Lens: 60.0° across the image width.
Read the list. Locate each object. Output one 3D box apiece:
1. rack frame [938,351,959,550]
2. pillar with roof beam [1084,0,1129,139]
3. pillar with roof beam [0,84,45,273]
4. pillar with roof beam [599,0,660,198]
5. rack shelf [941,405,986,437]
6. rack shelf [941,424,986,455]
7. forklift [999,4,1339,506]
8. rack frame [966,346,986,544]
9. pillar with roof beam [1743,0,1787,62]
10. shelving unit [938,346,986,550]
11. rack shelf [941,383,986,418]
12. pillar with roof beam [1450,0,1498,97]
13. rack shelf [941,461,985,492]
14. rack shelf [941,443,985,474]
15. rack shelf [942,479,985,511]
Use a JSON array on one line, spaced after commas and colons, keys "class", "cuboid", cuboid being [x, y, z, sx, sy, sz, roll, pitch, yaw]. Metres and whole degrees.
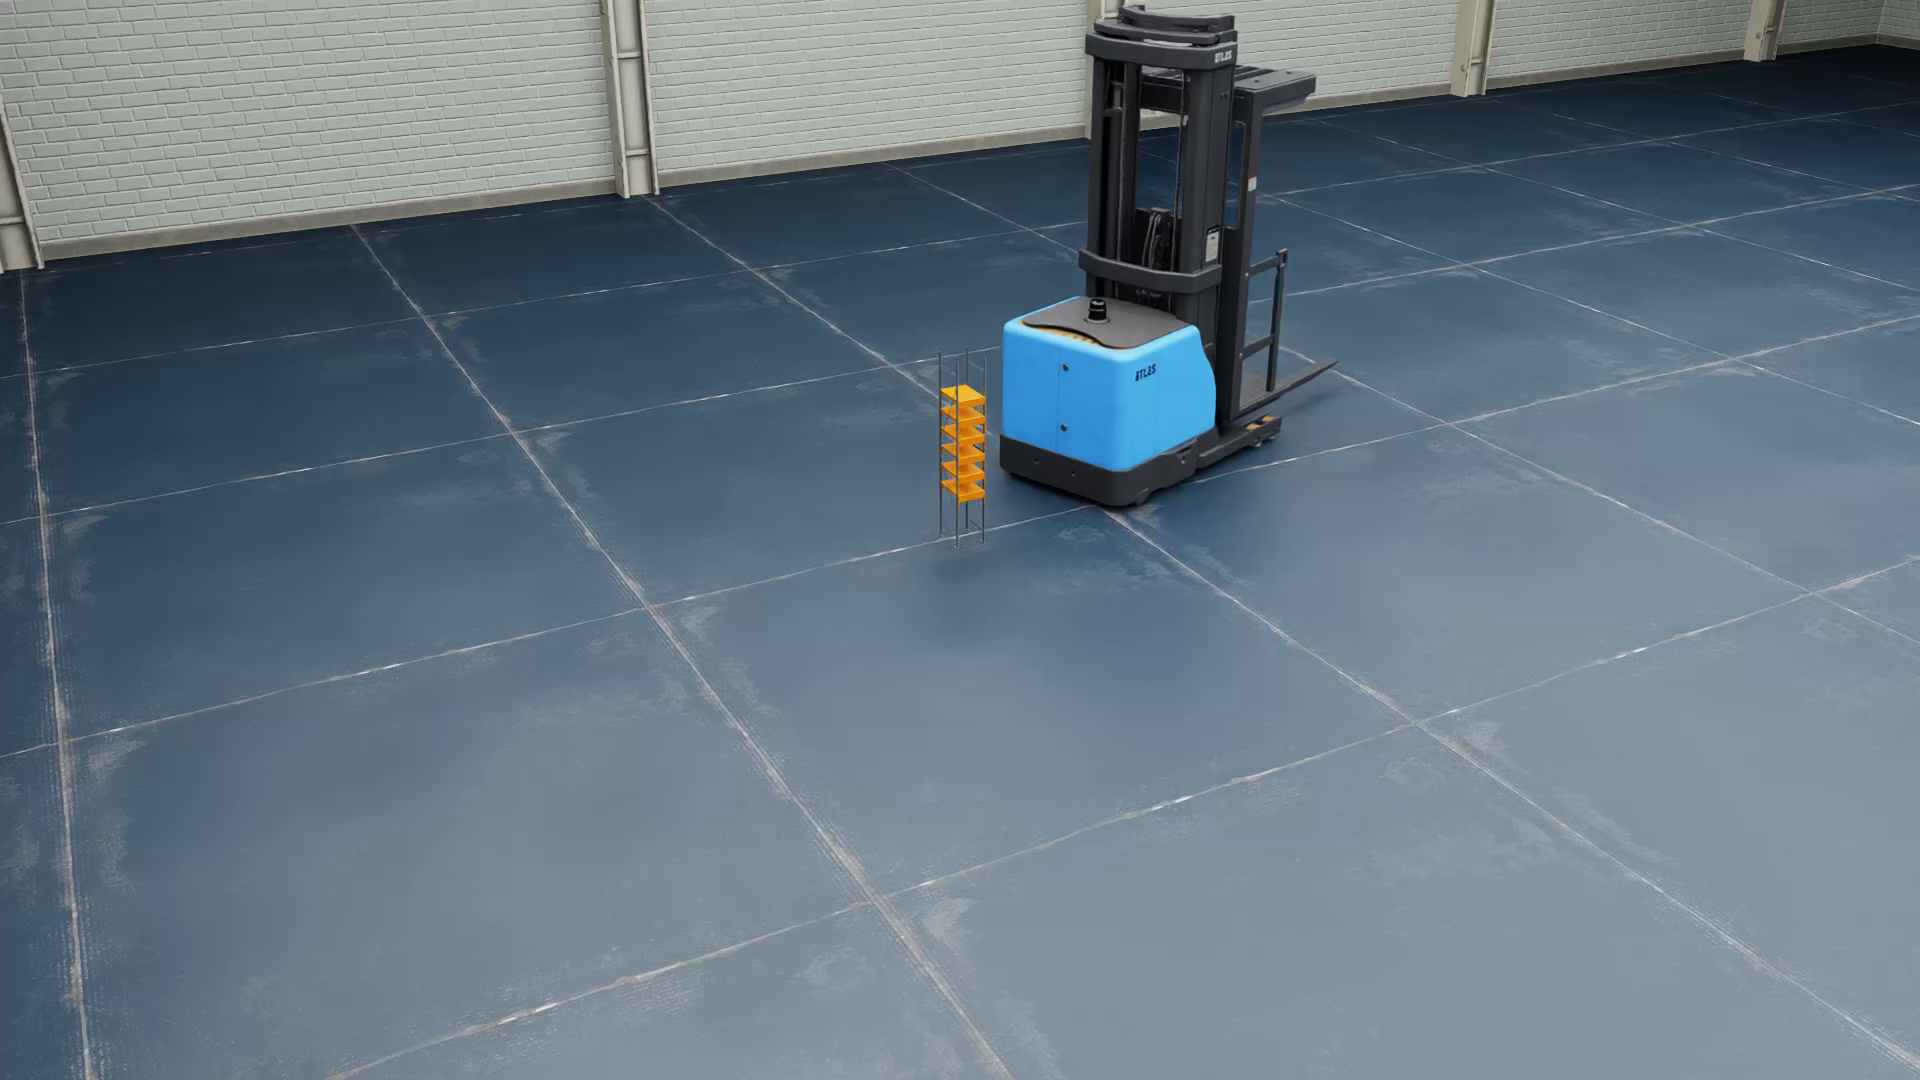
[{"class": "rack frame", "cuboid": [-0.068, -0.525, 9.958, 0.006, 1.200, 0.240, -13, 29, -25]}, {"class": "pillar with roof beam", "cuboid": [3.807, -7.418, 15.303, 0.400, 9.000, 9.100, -13, 29, -25]}, {"class": "pillar with roof beam", "cuboid": [-6.781, -4.974, 10.213, 0.400, 9.000, 9.100, -13, 29, -25]}, {"class": "pillar with roof beam", "cuboid": [-1.487, -6.196, 12.758, 0.400, 9.000, 9.100, -13, 29, -25]}, {"class": "rack shelf", "cuboid": [0.013, -0.720, 9.912, 0.180, 0.103, 0.258, -13, 29, -25]}, {"class": "rack shelf", "cuboid": [0.013, -0.612, 9.964, 0.180, 0.103, 0.258, -13, 29, -25]}, {"class": "forklift", "cuboid": [1.616, -2.093, 11.222, 1.130, 2.935, 3.031, 21, 33, 37]}, {"class": "rack frame", "cuboid": [0.094, -0.562, 10.035, 0.006, 1.200, 0.240, -13, 29, -25]}, {"class": "pillar with roof beam", "cuboid": [14.396, -9.862, 20.393, 0.400, 9.000, 9.100, -13, 29, -25]}, {"class": "shelving unit", "cuboid": [0.013, -0.544, 9.996, 0.189, 1.200, 0.258, -13, 29, -25]}, {"class": "rack shelf", "cuboid": [0.013, -0.828, 9.860, 0.180, 0.103, 0.258, -13, 29, -25]}, {"class": "pillar with roof beam", "cuboid": [9.101, -8.640, 17.848, 0.400, 9.000, 9.100, -13, 29, -25]}, {"class": "rack shelf", "cuboid": [0.013, -0.396, 10.068, 0.180, 0.103, 0.258, -13, 29, -25]}, {"class": "rack shelf", "cuboid": [0.013, -0.504, 10.016, 0.180, 0.103, 0.258, -13, 29, -25]}, {"class": "rack shelf", "cuboid": [0.013, -0.287, 10.120, 0.180, 0.103, 0.258, -13, 29, -25]}]
